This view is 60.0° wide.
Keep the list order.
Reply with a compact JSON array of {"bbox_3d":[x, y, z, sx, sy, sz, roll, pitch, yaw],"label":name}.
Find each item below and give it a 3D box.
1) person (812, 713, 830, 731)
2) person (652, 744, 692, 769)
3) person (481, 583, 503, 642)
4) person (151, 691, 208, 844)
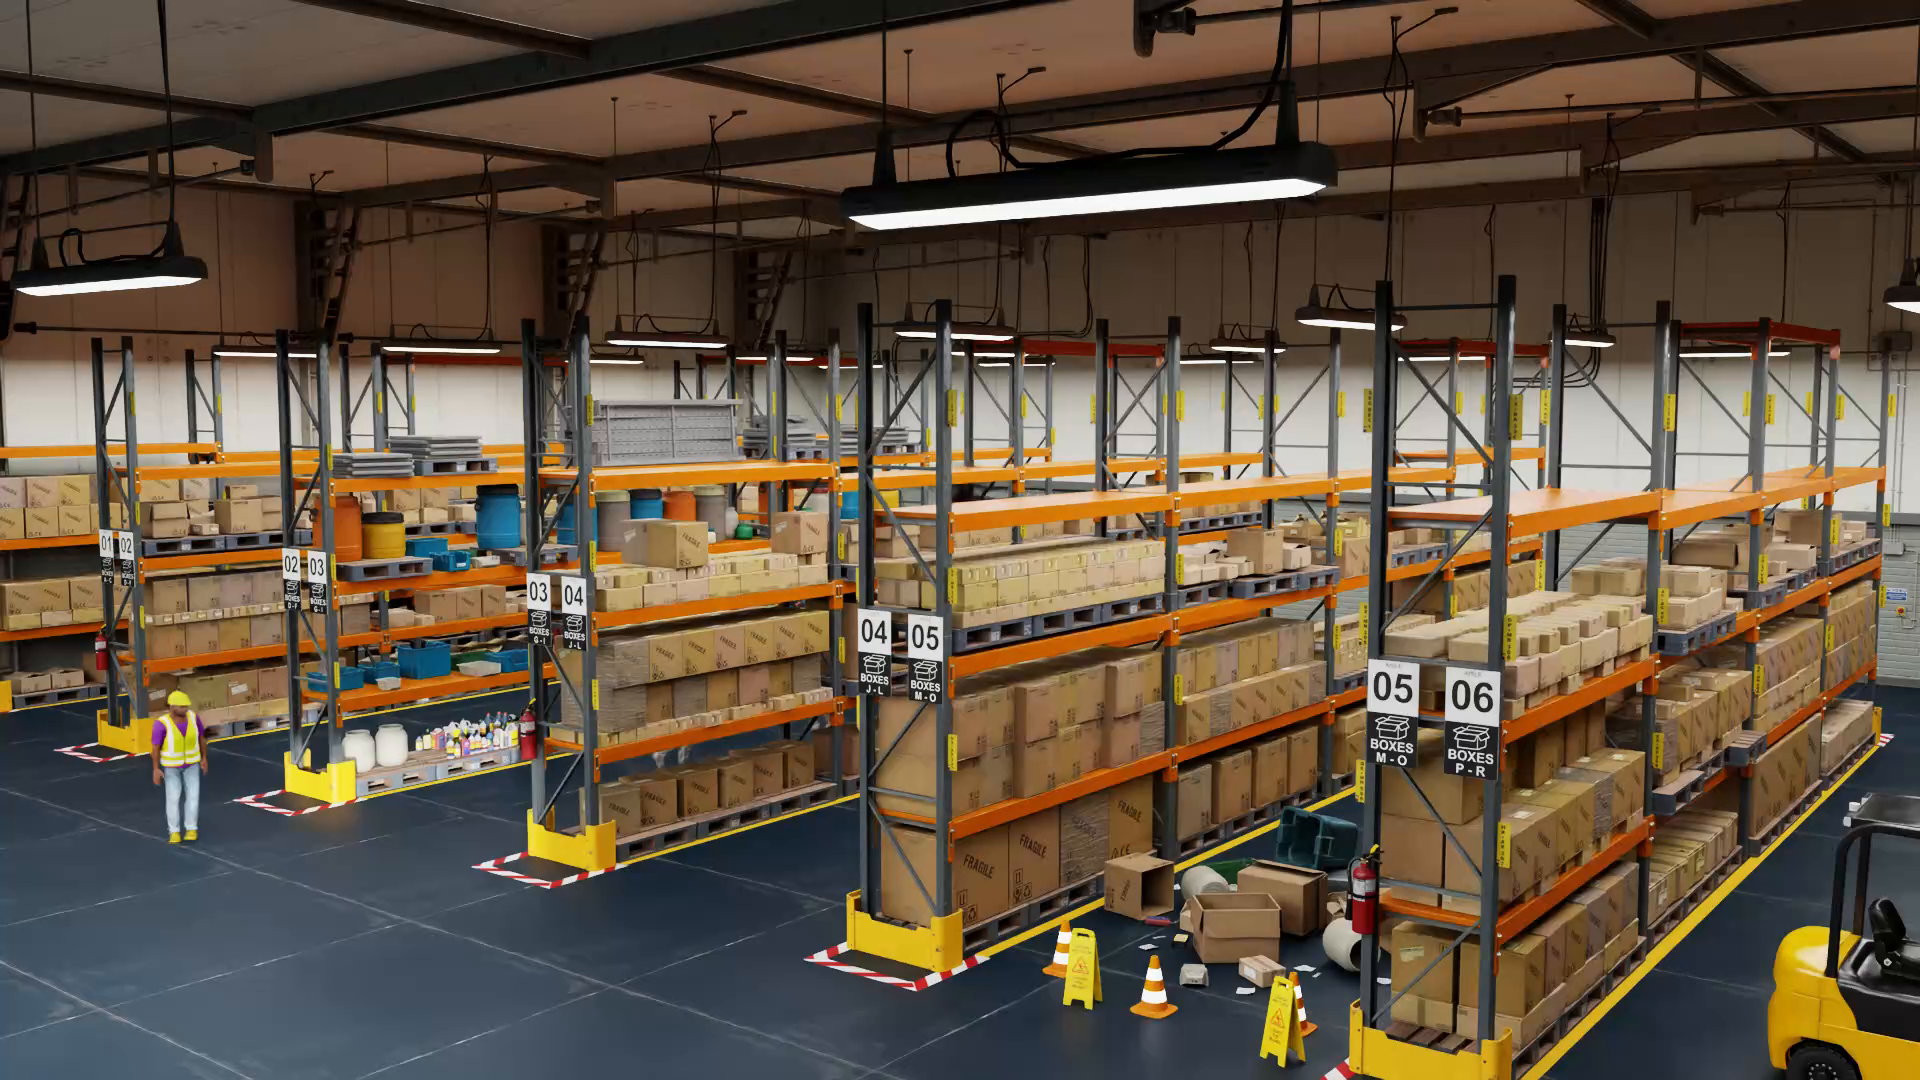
[{"bbox_3d":[-2.030,1.933,24.176,0.509,1.679,0.369,-3,6,-32],"label":"person"},{"bbox_3d":[-3.818,2.322,22.395,0.668,1.770,0.568,-1,5,-13],"label":"person"},{"bbox_3d":[-8.905,1.609,31.597,0.359,1.605,0.451,2,5,22],"label":"person"},{"bbox_3d":[-9.024,2.616,19.248,0.617,1.774,0.449,-4,7,-42],"label":"person"}]
